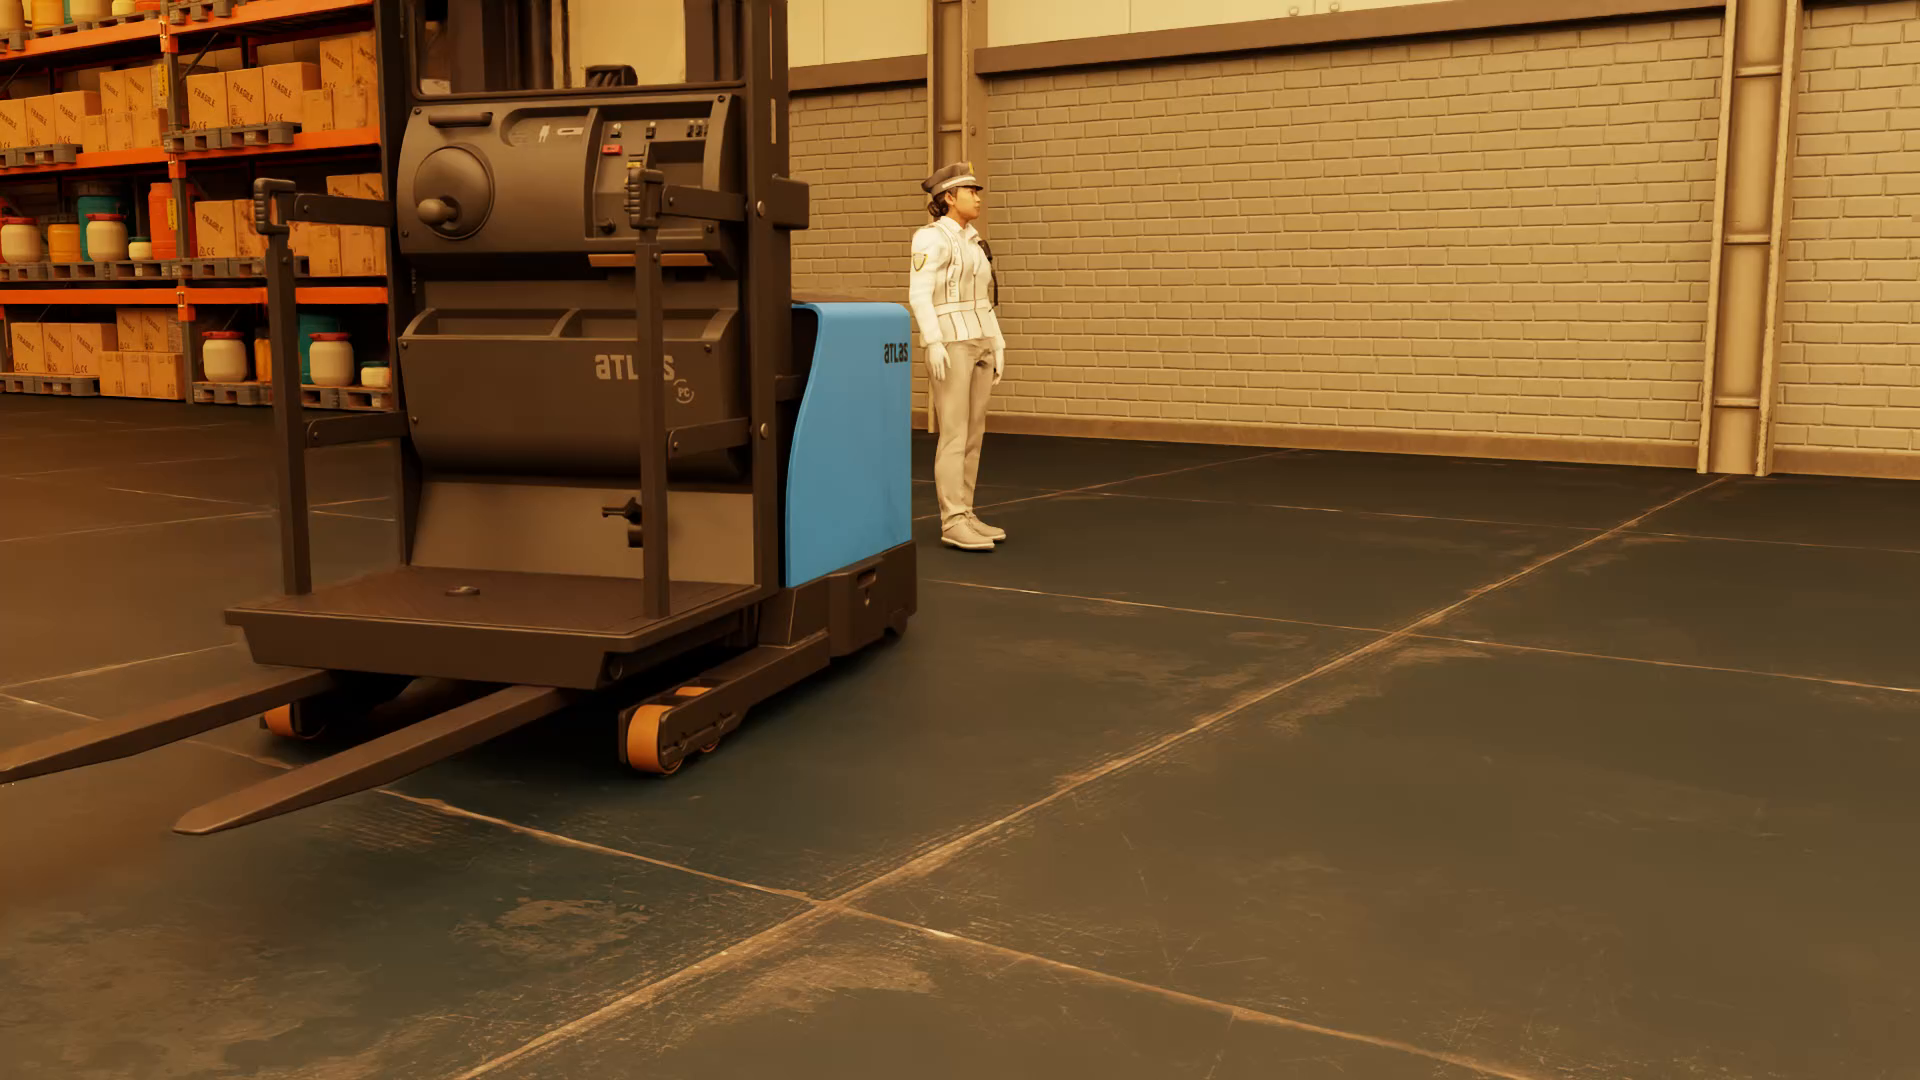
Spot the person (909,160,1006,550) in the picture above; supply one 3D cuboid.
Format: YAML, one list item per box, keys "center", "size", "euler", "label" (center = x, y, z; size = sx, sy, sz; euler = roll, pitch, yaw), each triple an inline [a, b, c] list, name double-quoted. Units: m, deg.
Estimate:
- center: [0.053, -0.840, 7.440]
  size: [0.531, 1.695, 0.587]
  euler: [5, 10, 34]
  label: "person"

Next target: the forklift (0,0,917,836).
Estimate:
- center: [-1.081, -0.974, 4.043]
  size: [1.130, 2.935, 3.031]
  euler: [3, 9, 18]
  label: "forklift"
